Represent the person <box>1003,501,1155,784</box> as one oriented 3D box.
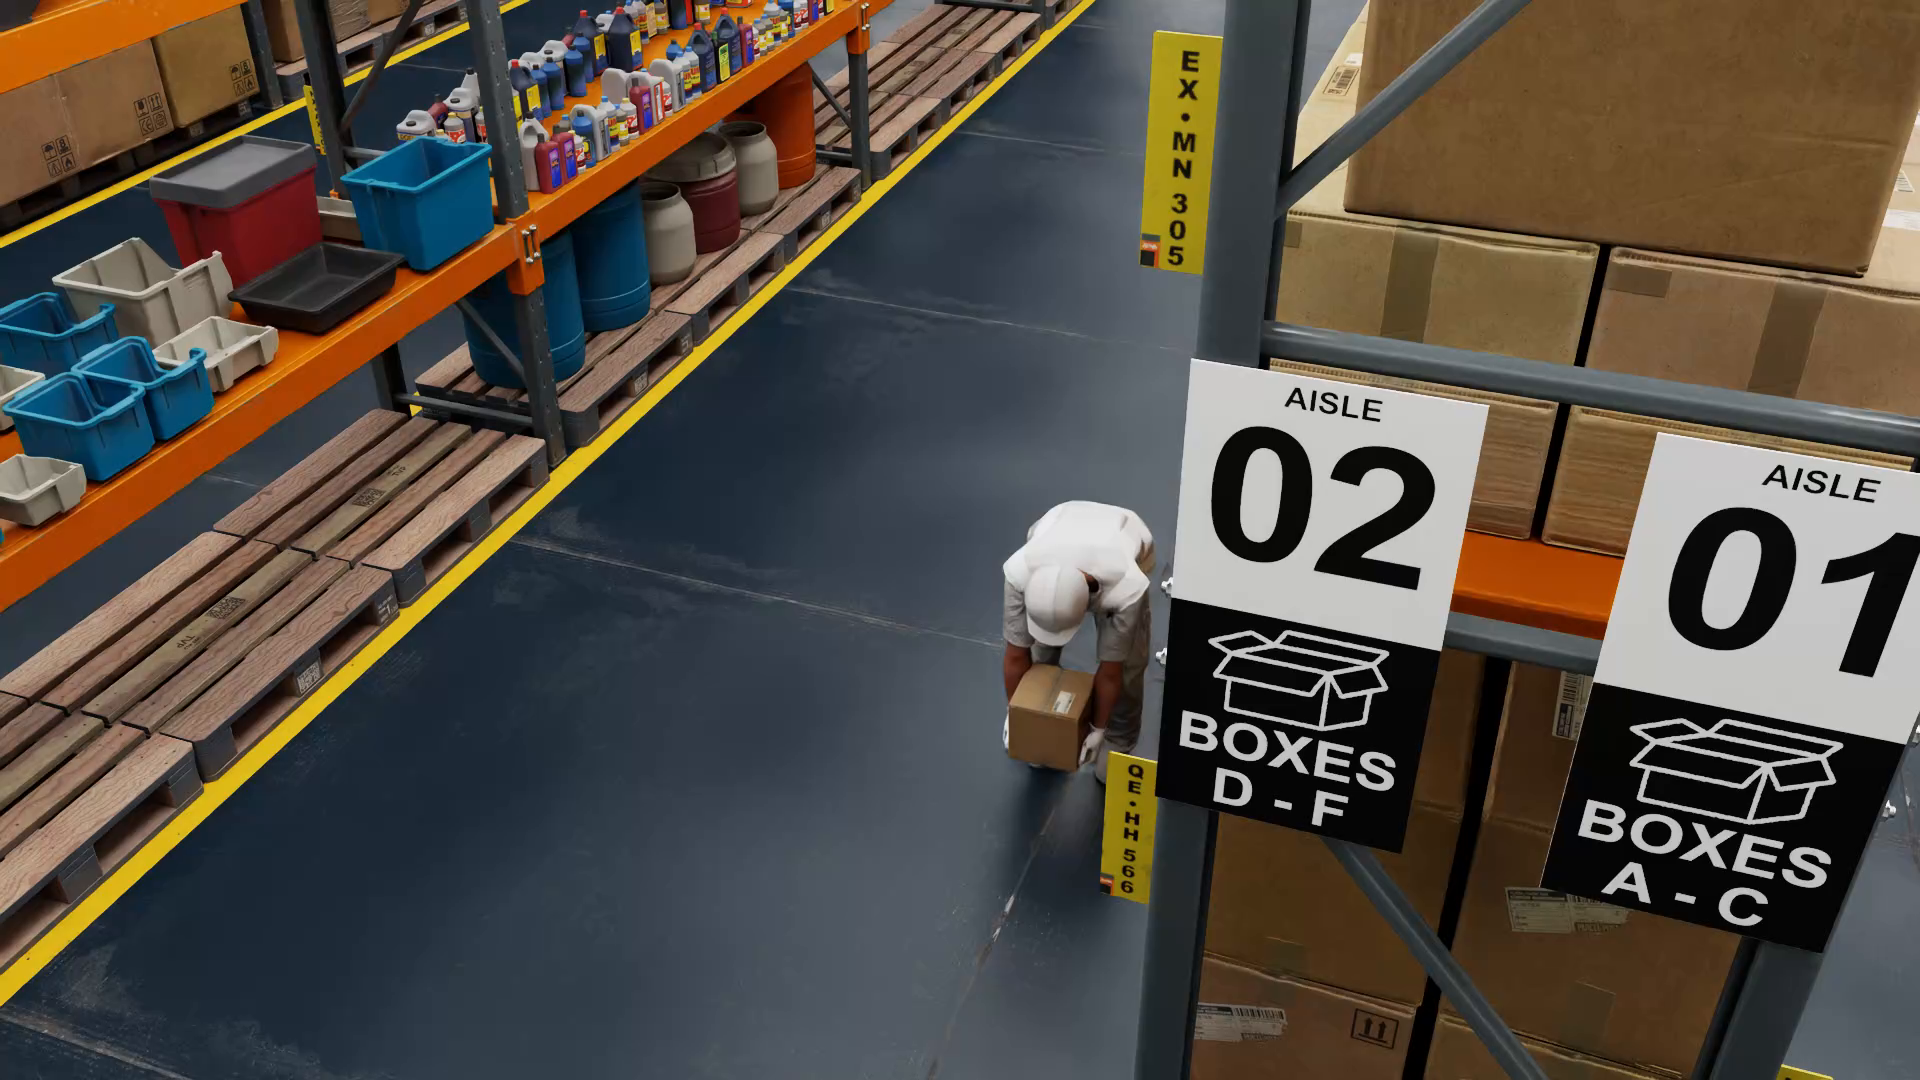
[{"bbox_3d":[0.418,0.419,5.973,0.516,1.238,0.954,10,34,15],"label":"person"}]
